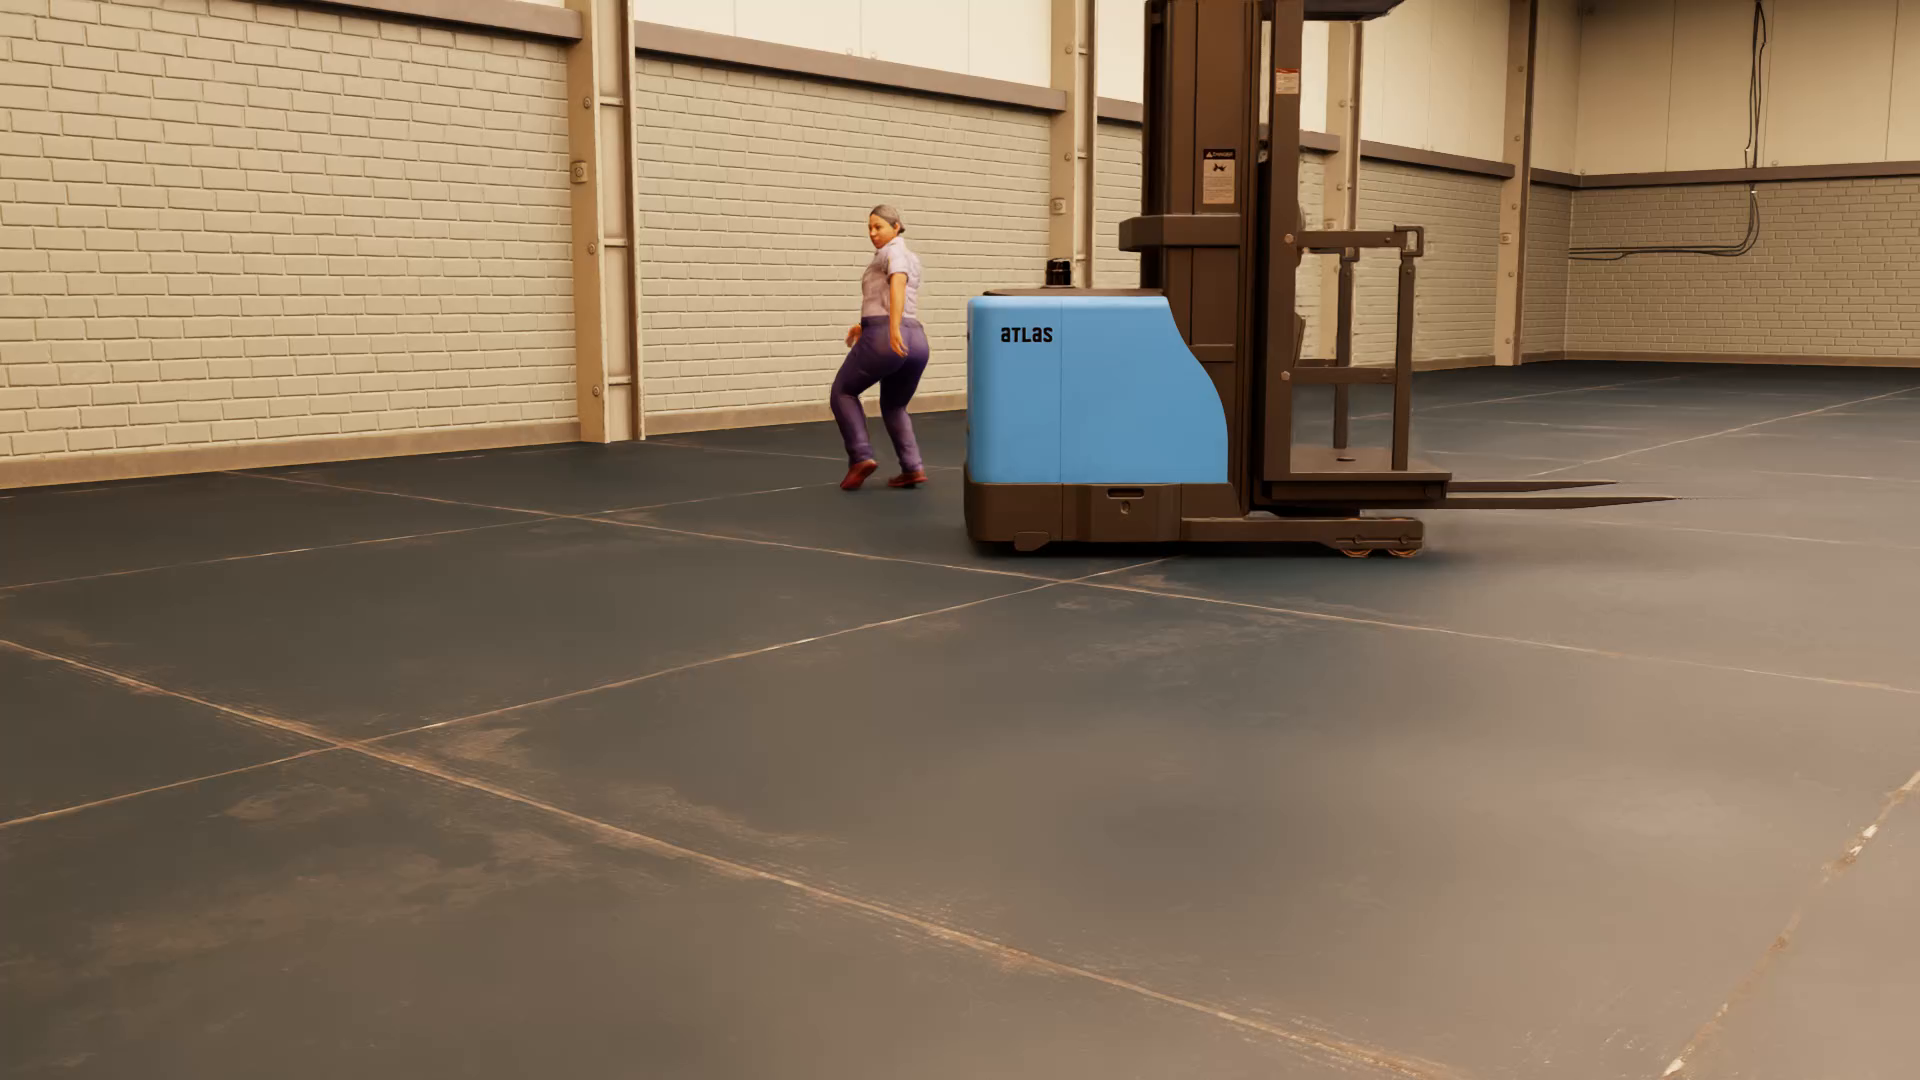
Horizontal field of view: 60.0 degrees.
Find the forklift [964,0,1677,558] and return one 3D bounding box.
[{"bbox_3d":[1.544,-1.453,7.212,3.031,2.935,1.130,0,8,-1],"label":"forklift"}]

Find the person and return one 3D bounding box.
[{"bbox_3d":[-0.397,-1.058,9.348,0.713,1.633,0.610,7,11,39],"label":"person"}]
